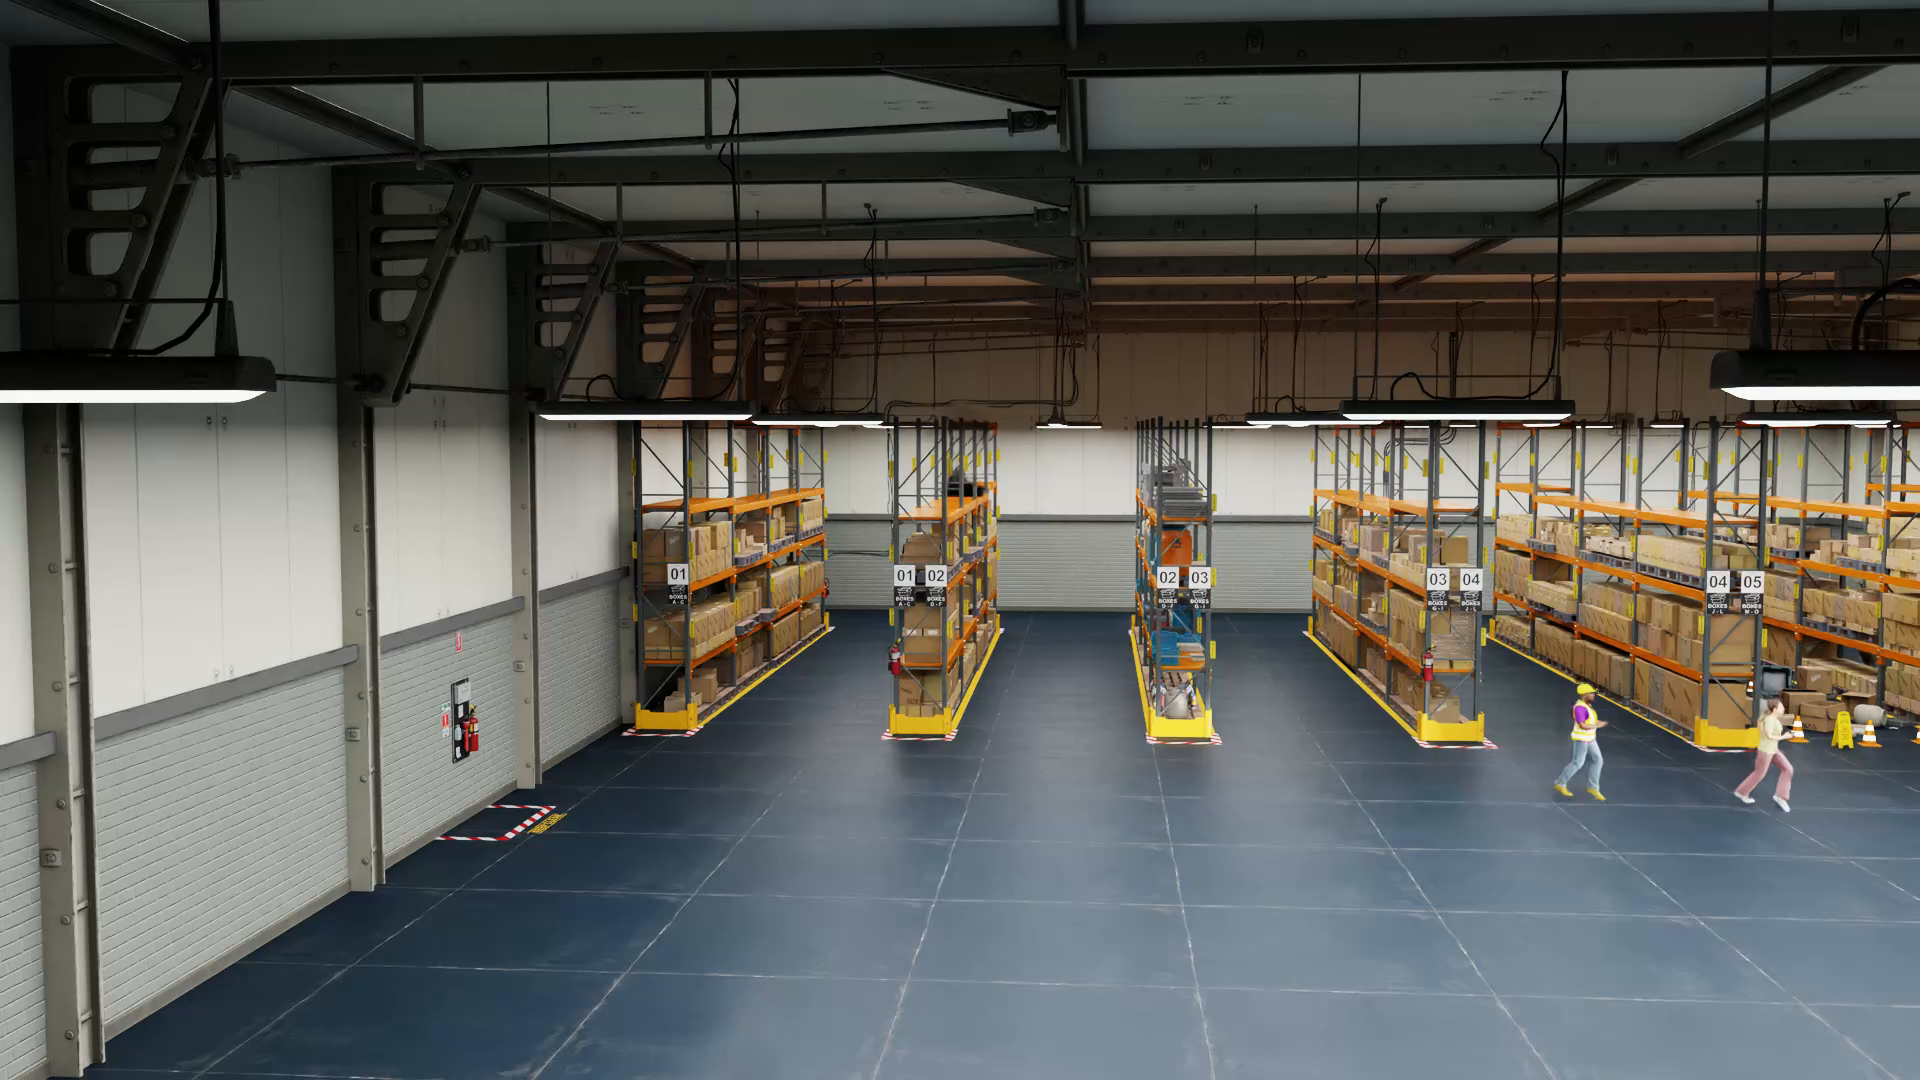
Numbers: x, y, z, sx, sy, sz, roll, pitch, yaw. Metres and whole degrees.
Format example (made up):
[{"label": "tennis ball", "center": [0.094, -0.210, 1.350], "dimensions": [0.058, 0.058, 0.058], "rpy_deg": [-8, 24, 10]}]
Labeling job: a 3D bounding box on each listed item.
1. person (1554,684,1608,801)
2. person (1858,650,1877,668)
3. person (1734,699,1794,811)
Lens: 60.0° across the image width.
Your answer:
[{"label": "person", "center": [9.684, 3.147, 25.854], "dimensions": [0.774, 1.834, 0.720], "rpy_deg": [3, 5, 36]}, {"label": "person", "center": [21.544, 2.279, 39.370], "dimensions": [0.720, 1.746, 0.911], "rpy_deg": [0, 4, 1]}, {"label": "person", "center": [12.220, 3.244, 25.263], "dimensions": [0.820, 1.700, 0.599], "rpy_deg": [3, 5, 36]}]
